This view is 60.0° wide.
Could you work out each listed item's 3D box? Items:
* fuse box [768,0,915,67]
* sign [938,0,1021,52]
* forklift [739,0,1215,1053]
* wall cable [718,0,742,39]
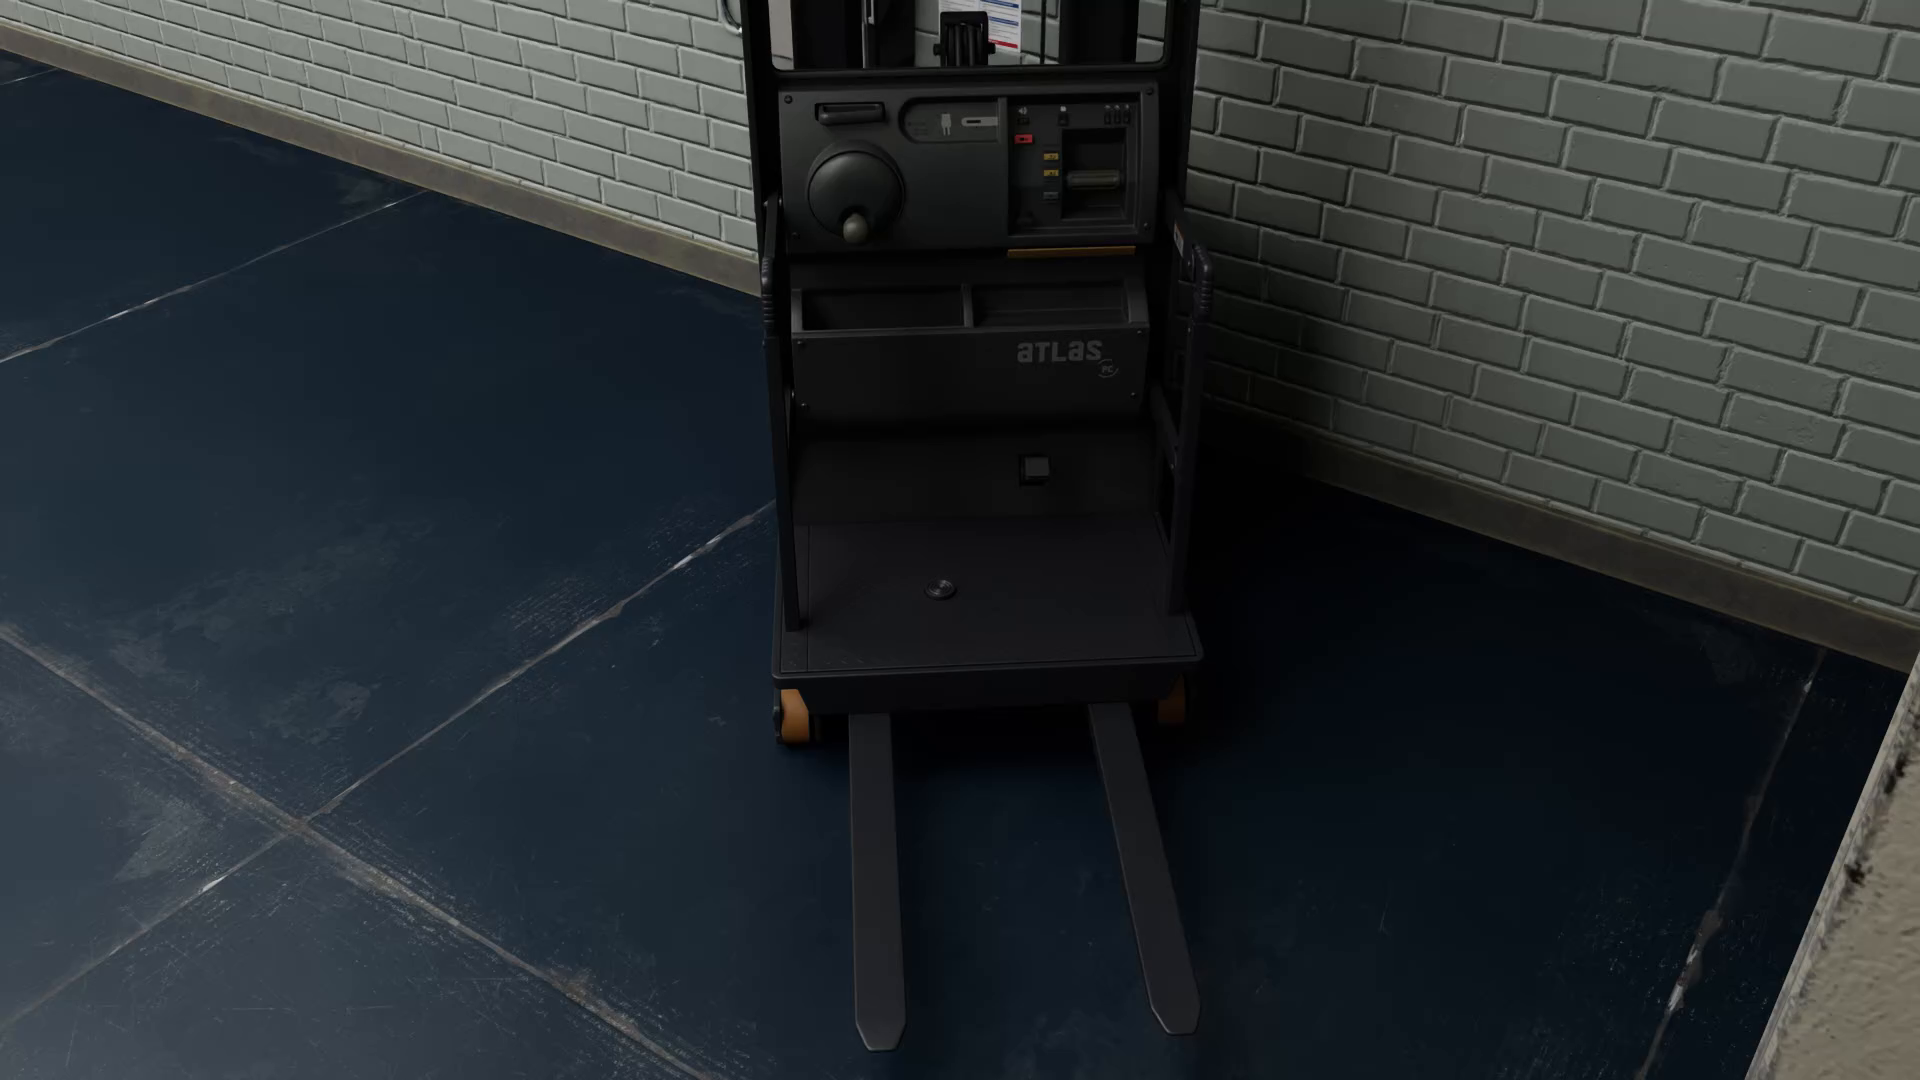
[{"bbox_3d":[-0.461,-1.429,5.835,0.539,1.711,0.414,21,39,28],"label":"fuse box"},{"bbox_3d":[0.063,-1.861,5.408,0.329,0.494,0.001,21,39,28],"label":"sign"},{"bbox_3d":[0.043,-0.863,3.909,1.130,2.935,3.031,-2,34,-3],"label":"forklift"},{"bbox_3d":[-0.932,-2.674,5.619,0.588,1.984,0.122,21,39,28],"label":"wall cable"}]
